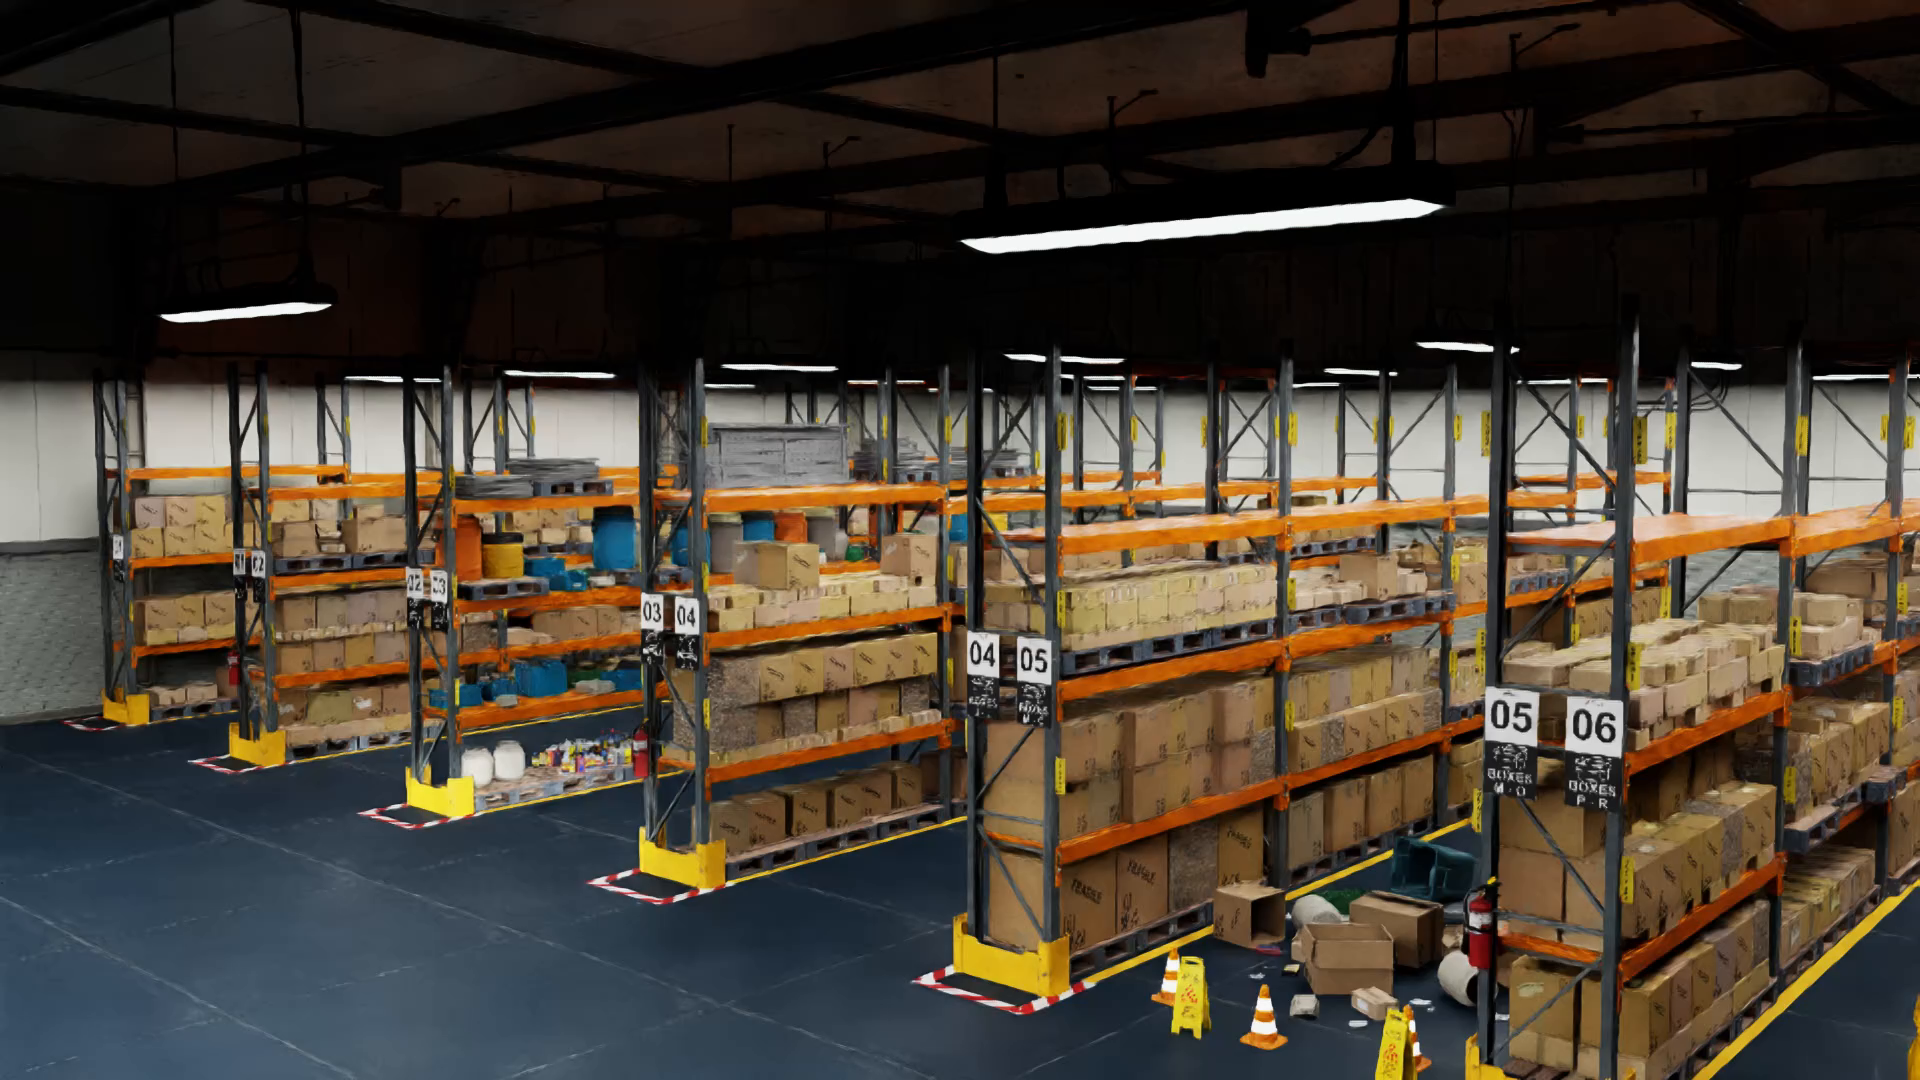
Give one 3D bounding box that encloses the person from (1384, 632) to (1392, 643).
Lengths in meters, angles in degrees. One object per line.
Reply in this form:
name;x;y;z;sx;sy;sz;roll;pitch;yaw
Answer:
person;7.232;2.254;28.197;0.448;1.538;0.965;4;6;43
